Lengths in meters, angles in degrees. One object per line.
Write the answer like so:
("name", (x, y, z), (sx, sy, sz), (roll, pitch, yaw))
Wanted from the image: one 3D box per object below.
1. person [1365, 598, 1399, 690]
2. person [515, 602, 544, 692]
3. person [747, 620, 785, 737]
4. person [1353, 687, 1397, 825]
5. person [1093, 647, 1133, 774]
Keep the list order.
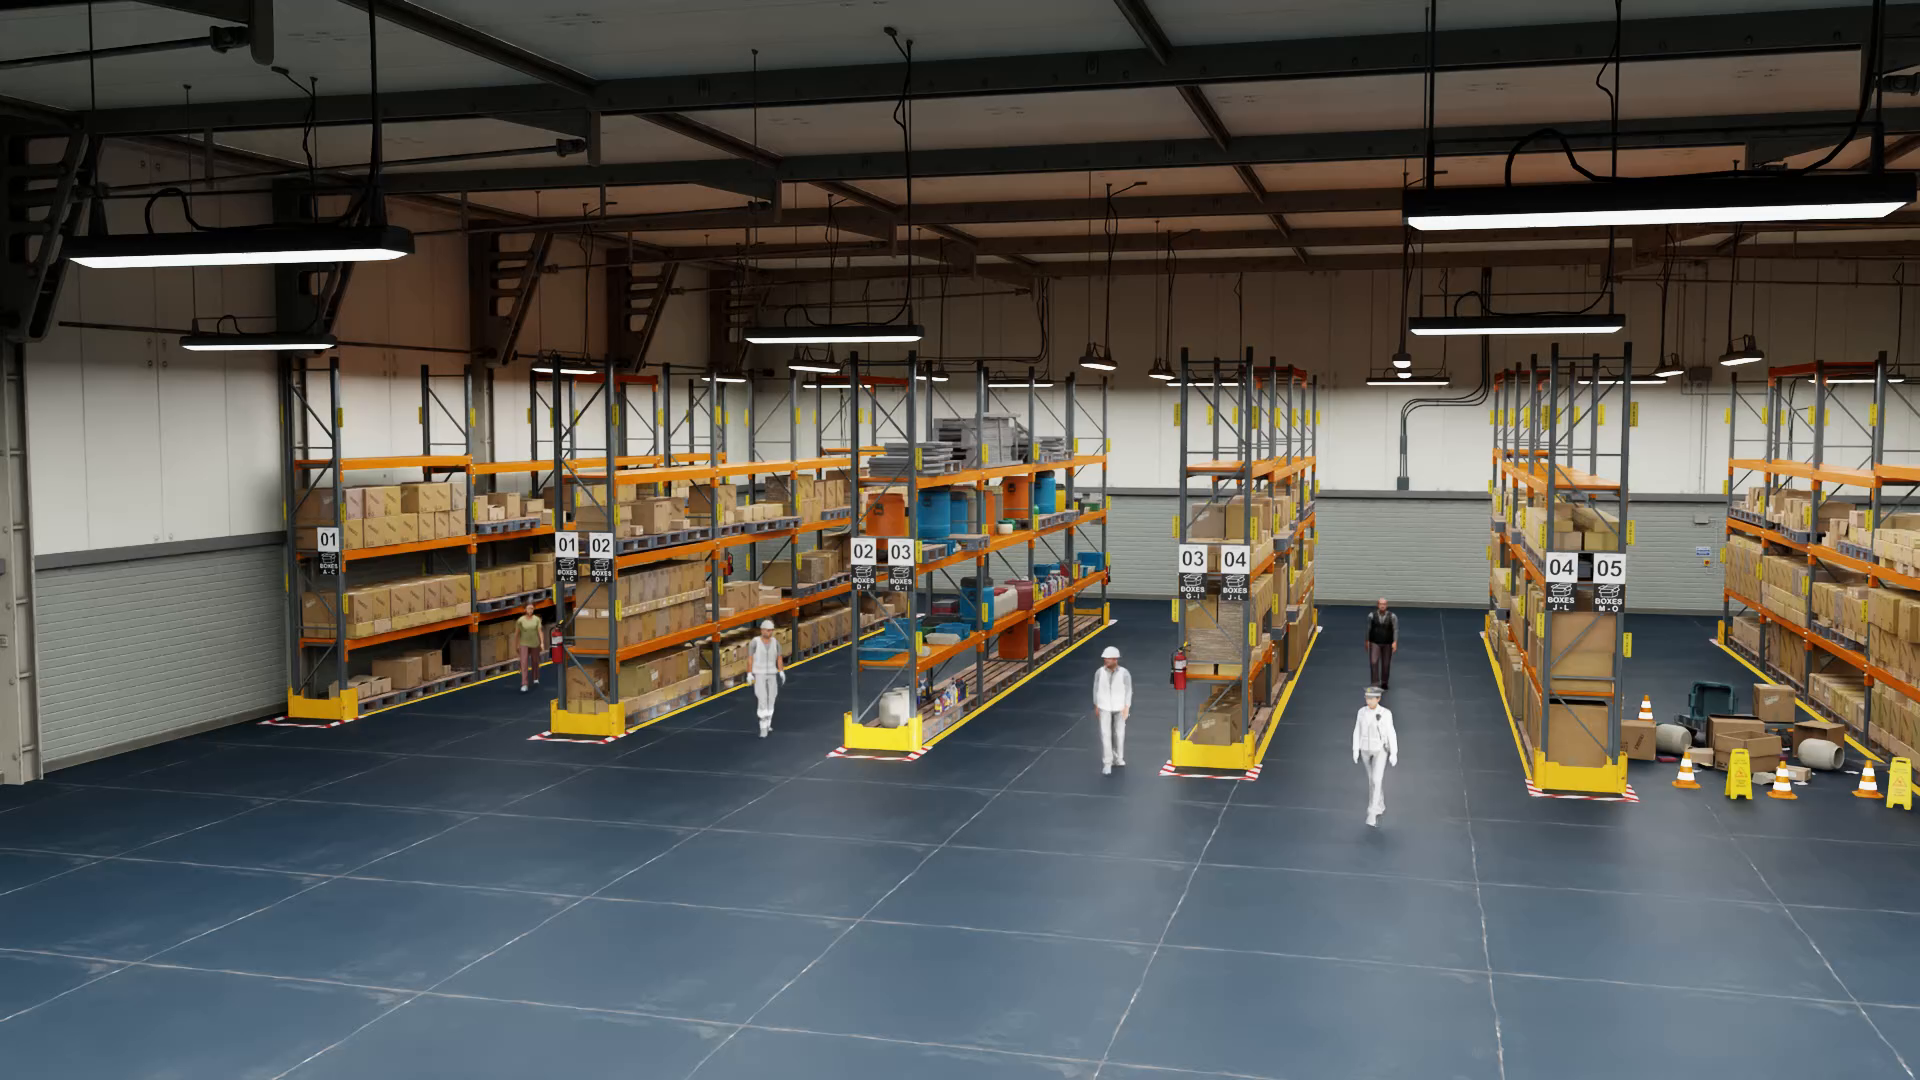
("person", (7.689, 1.915, 30.289), (0.590, 1.719, 0.748), (1, 4, 13))
("person", (-7.901, 1.934, 30.523), (0.522, 1.602, 1.106), (-1, 4, -11))
("person", (-3.056, 2.196, 26.370), (0.565, 1.833, 0.586), (-2, 5, -27))
("person", (5.114, 2.646, 20.690), (0.526, 1.629, 0.851), (4, 6, 42))
("person", (2.160, 2.381, 23.552), (0.568, 1.734, 0.924), (1, 4, 9))
